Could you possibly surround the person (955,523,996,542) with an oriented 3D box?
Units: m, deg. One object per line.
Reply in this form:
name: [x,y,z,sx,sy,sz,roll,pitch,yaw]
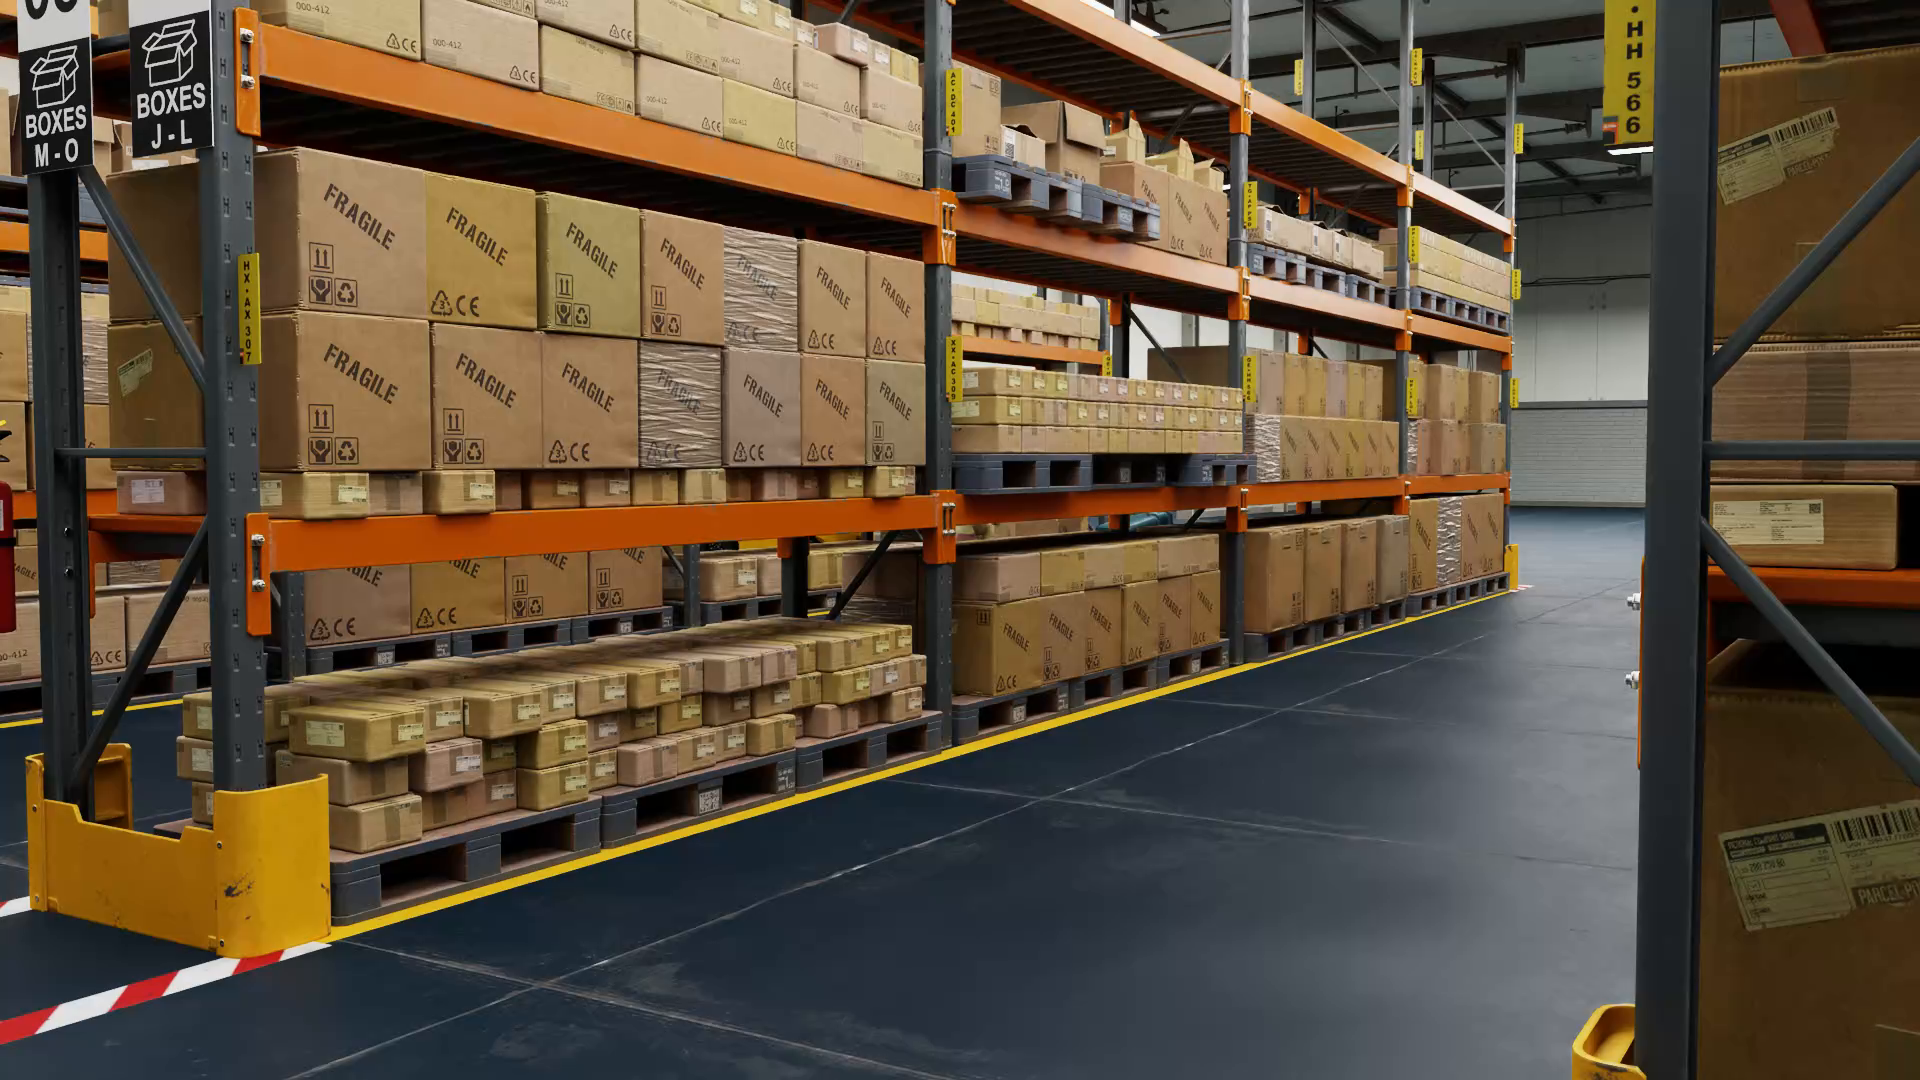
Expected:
person: [0.100,0.199,15.008,0.429,1.084,0.873,2,3,29]
